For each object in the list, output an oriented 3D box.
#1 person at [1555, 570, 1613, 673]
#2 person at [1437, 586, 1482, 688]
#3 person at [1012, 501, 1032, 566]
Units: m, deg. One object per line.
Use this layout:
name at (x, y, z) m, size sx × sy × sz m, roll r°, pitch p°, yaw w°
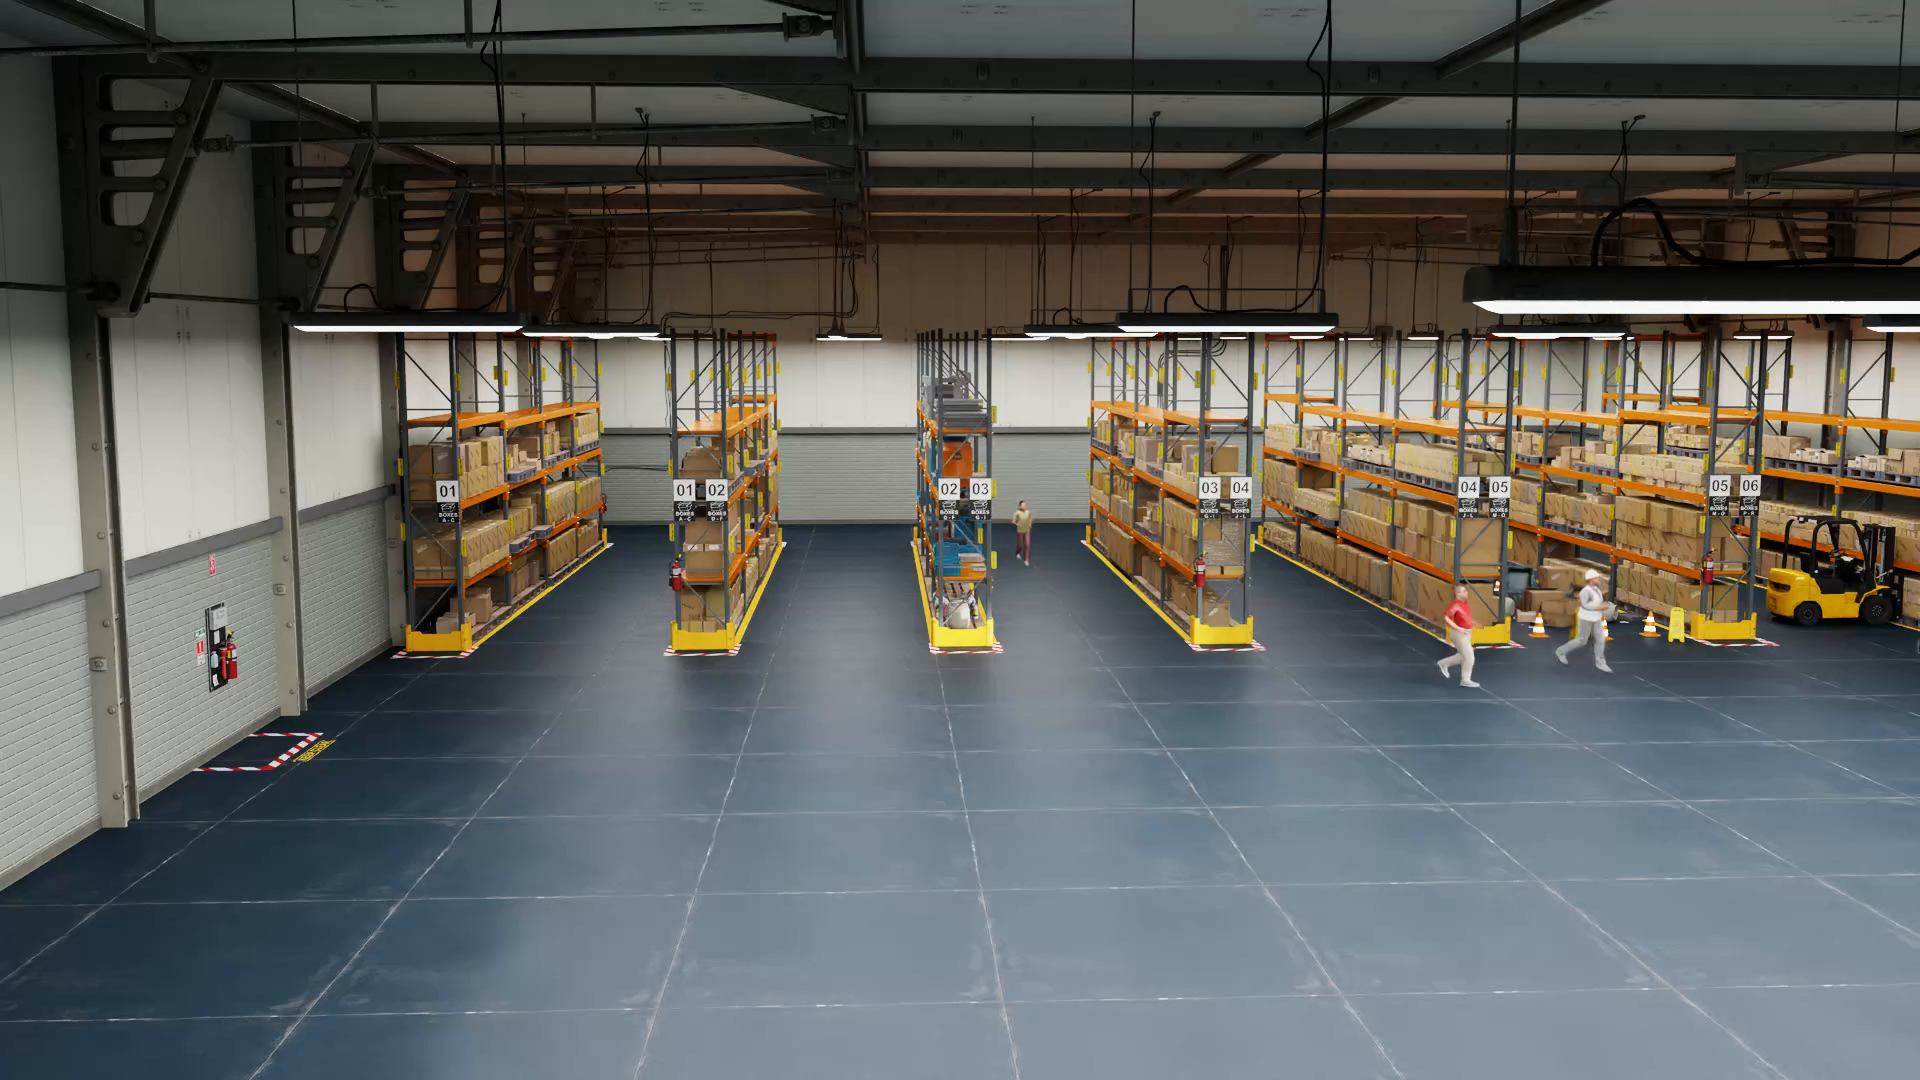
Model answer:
person at (11.034, 1.405, 29.220) m, size 0.937 × 1.789 × 0.668 m, roll 7°, pitch 9°, yaw 44°
person at (8.373, 1.601, 27.914) m, size 0.779 × 1.682 × 0.672 m, roll 5°, pitch 8°, yaw 37°
person at (1.637, -0.196, 43.282) m, size 0.579 × 1.672 × 0.922 m, roll -2°, pitch 7°, yaw -13°
